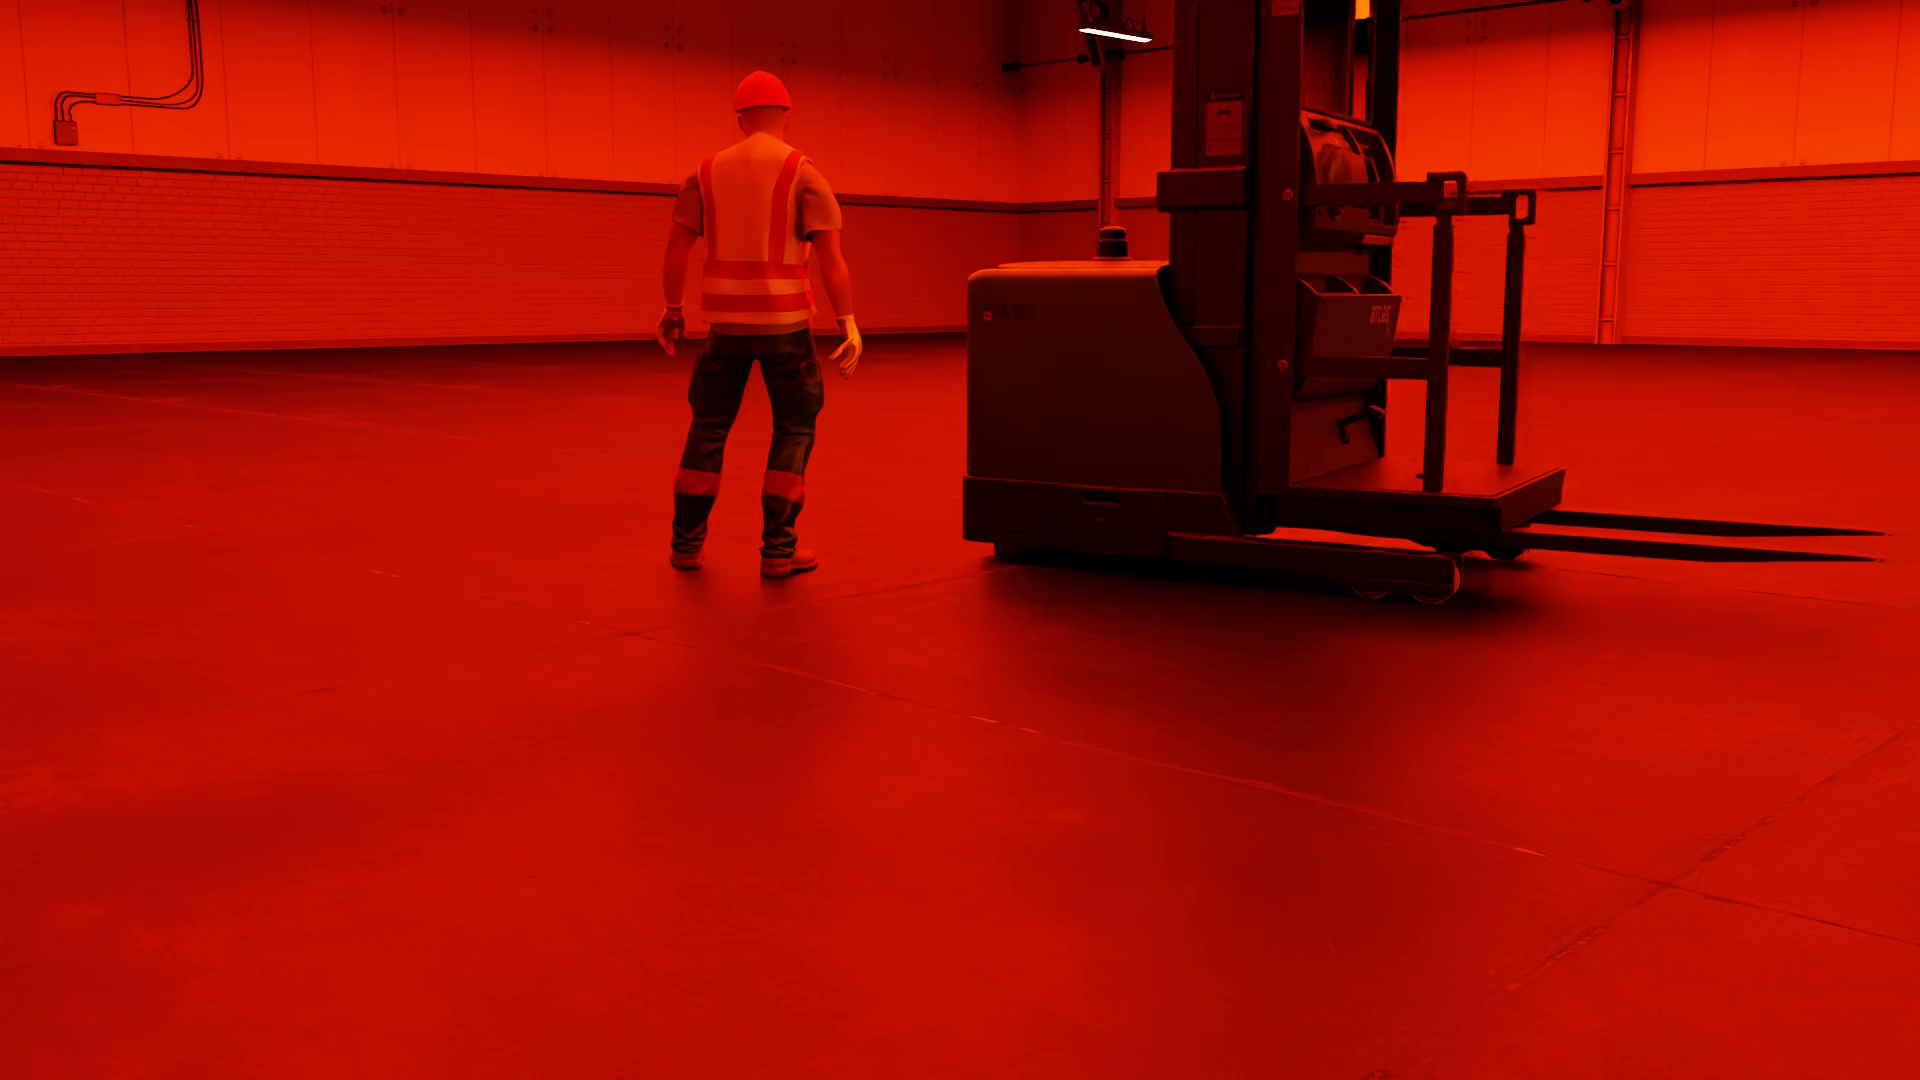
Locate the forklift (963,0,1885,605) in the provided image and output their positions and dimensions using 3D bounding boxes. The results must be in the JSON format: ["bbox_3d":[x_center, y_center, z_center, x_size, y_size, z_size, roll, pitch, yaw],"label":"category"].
[{"bbox_3d":[1.539,-1.331,5.711,3.031,2.935,1.130,5,10,30],"label":"forklift"}]

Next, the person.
[{"bbox_3d":[-0.715,-0.767,5.917,0.805,1.757,0.413,2,9,14],"label":"person"}]
